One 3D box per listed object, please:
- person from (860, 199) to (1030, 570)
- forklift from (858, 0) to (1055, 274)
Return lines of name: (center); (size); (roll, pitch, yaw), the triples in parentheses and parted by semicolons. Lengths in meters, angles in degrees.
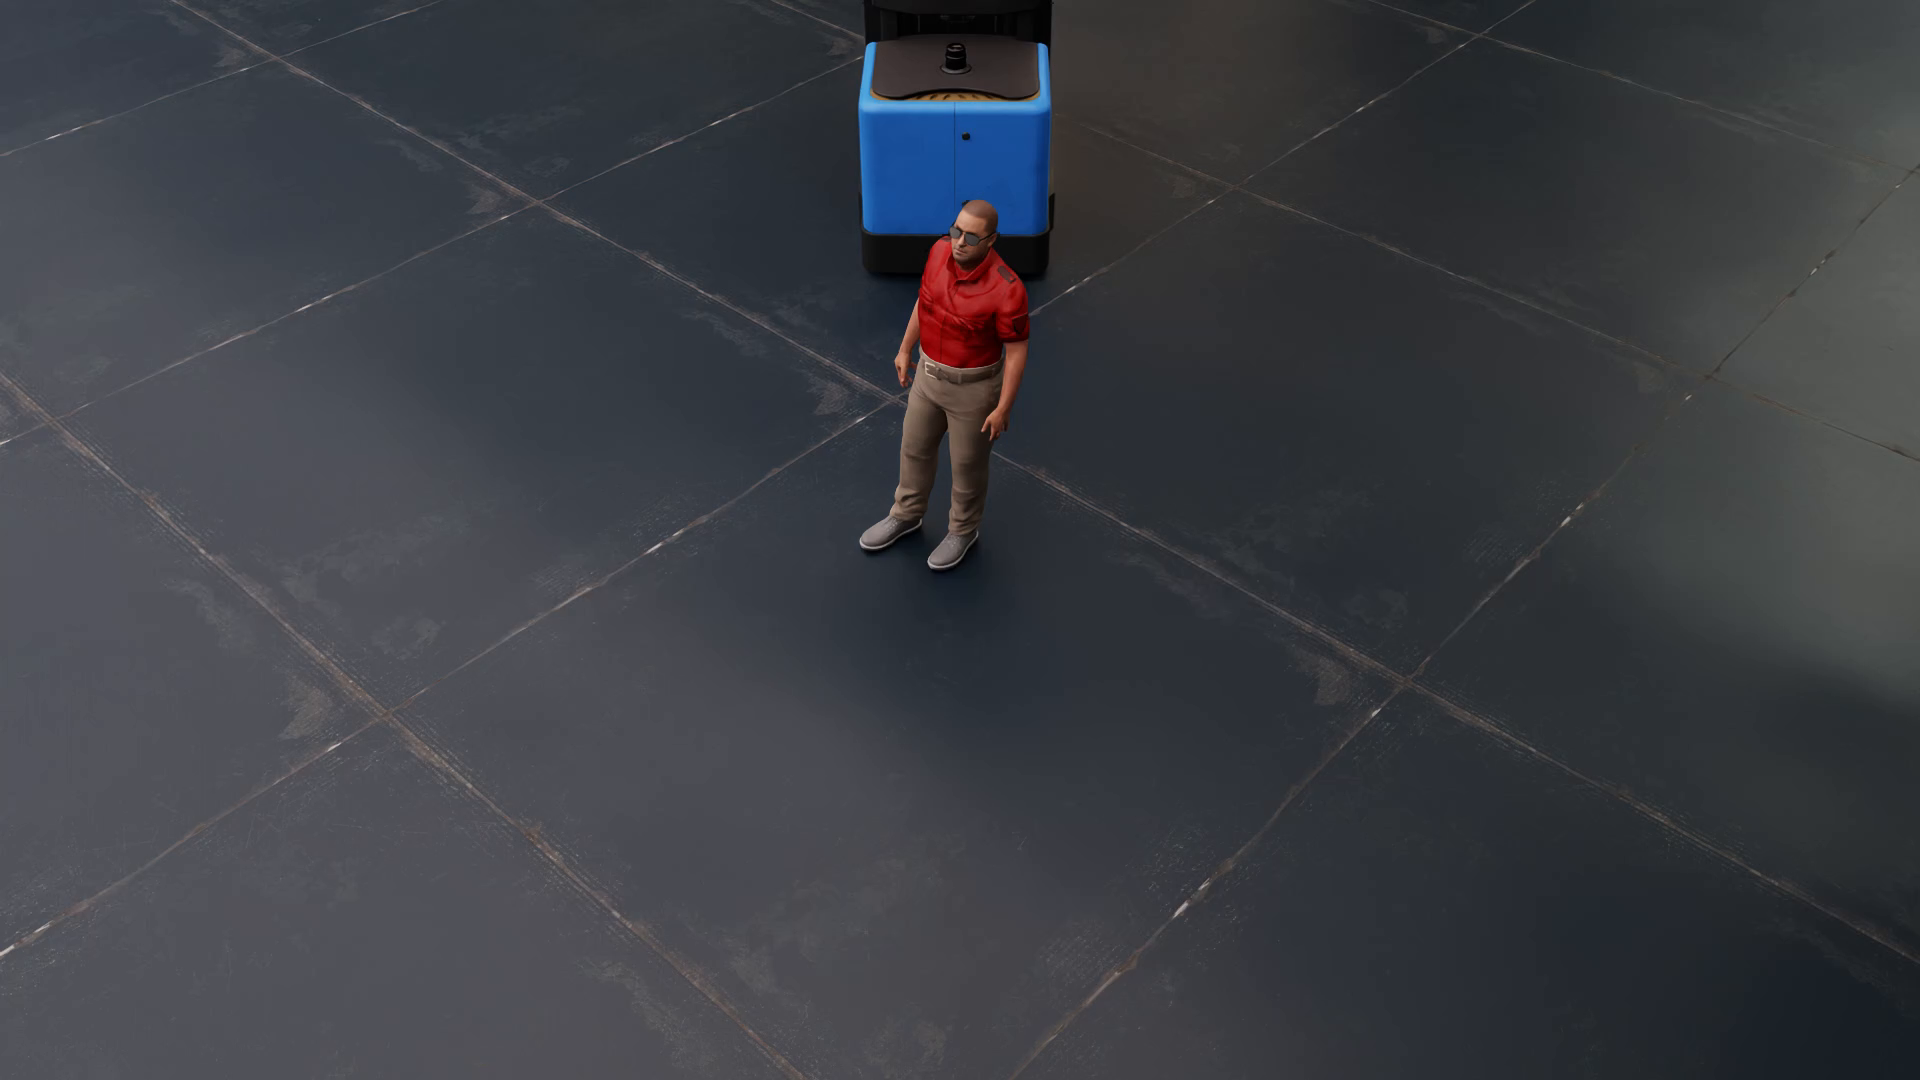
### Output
person: (-0.069, -0.624, 7.067); (0.641, 1.727, 0.550); (31, 49, 31)
forklift: (-0.008, -3.536, 9.550); (1.130, 2.935, 3.031); (0, 41, 1)
